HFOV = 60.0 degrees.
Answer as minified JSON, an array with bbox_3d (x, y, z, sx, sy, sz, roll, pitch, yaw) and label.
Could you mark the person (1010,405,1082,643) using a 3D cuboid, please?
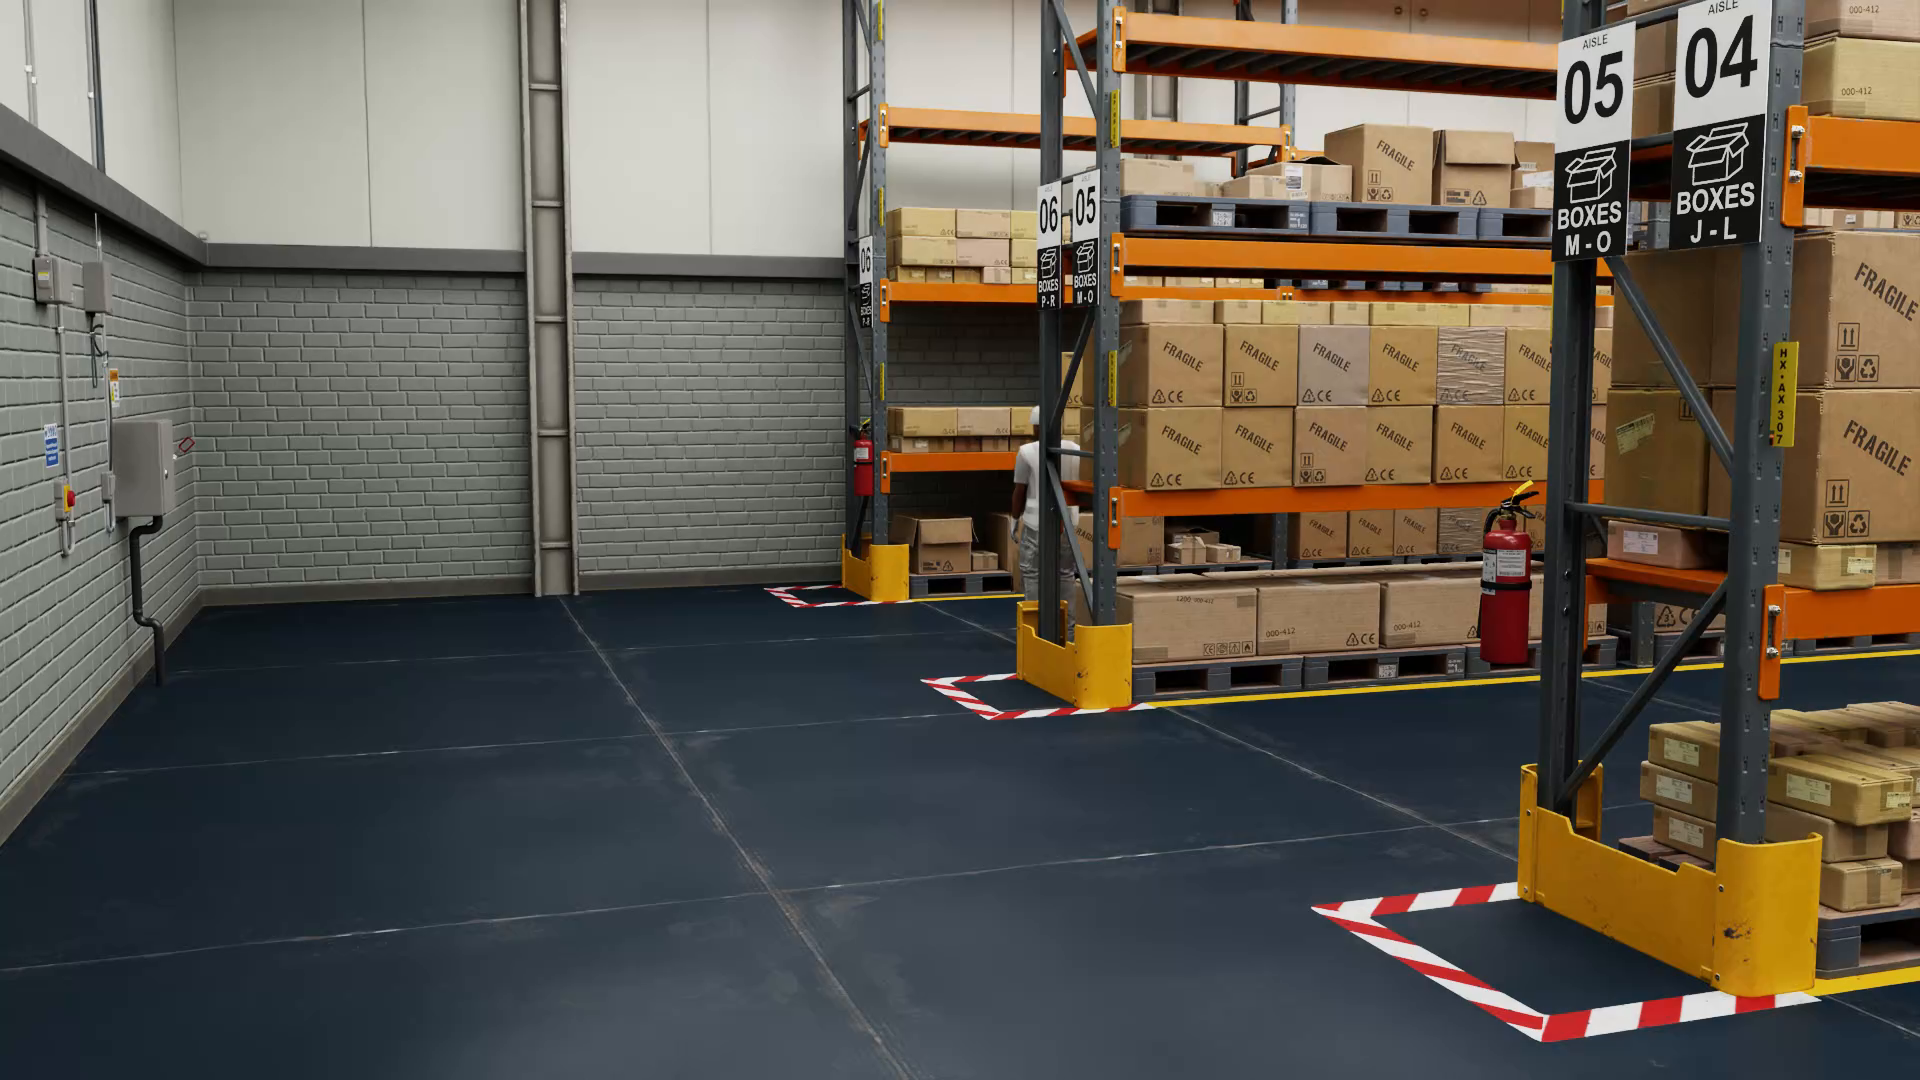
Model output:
[{"bbox_3d":[0.650,-0.109,12.290,0.578,1.780,0.417,-2,6,-20],"label":"person"}]
